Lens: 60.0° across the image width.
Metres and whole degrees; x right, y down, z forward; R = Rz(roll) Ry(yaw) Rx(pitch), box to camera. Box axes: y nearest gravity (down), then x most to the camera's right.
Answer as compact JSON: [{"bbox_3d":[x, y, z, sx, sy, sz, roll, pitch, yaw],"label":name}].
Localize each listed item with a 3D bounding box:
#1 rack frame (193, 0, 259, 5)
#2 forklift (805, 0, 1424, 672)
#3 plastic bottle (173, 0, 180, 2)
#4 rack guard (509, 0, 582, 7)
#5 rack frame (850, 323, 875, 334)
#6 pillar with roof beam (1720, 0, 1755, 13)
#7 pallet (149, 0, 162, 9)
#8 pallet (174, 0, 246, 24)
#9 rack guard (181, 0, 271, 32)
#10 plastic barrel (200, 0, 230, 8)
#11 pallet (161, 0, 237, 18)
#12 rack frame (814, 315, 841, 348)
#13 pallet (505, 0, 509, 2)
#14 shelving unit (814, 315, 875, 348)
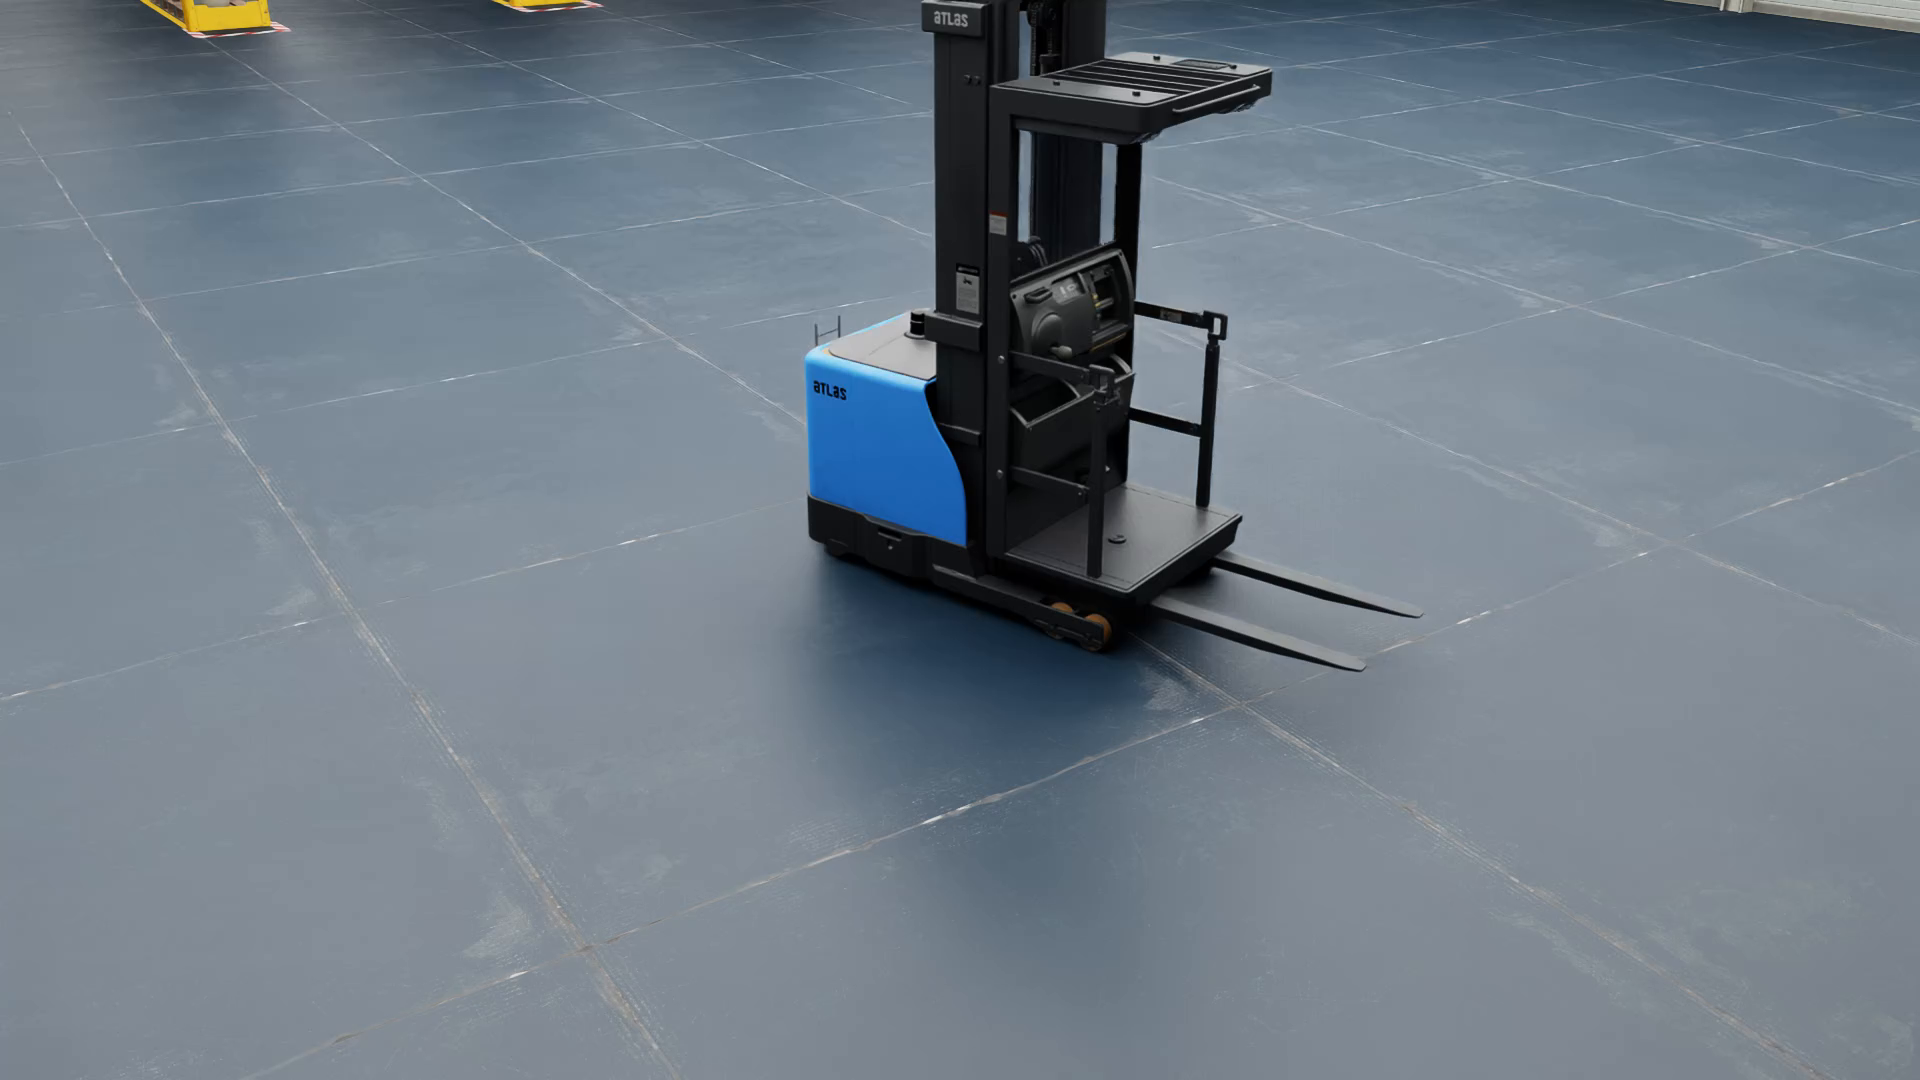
[{"bbox_3d":[-11.003,-9.113,24.541,1.000,3.000,0.127,-16,29,-30],"label":"rack frame"},{"bbox_3d":[0.695,-1.071,7.586,3.031,2.935,1.130,18,31,33],"label":"forklift"},{"bbox_3d":[-12.373,-8.601,26.219,0.097,0.201,0.097,0,25,0],"label":"plastic bottle"},{"bbox_3d":[-6.895,-9.164,27.577,1.175,0.500,0.348,-16,29,-30],"label":"rack guard"},{"bbox_3d":[-0.503,-0.622,8.838,0.008,1.050,0.200,18,31,33],"label":"rack frame"},{"bbox_3d":[8.925,-11.612,22.806,9.100,9.000,0.400,-16,29,-30],"label":"pillar with roof beam"},{"bbox_3d":[-12.855,-9.033,27.637,1.003,0.211,1.213,-16,29,-30],"label":"pallet"},{"bbox_3d":[-11.523,-8.160,25.788,1.003,0.211,1.213,-16,29,-30],"label":"pallet"},{"bbox_3d":[-11.084,-7.999,25.109,1.175,0.500,0.348,-16,29,-30],"label":"rack guard"},{"bbox_3d":[-11.427,-8.396,25.443,0.421,0.512,0.421,0,25,0],"label":"plastic barrel"},{"bbox_3d":[-12.185,-8.596,26.712,1.003,0.211,1.213,-16,29,-30],"label":"pallet"},{"bbox_3d":[-0.697,-0.685,8.972,0.008,1.050,0.200,18,31,33],"label":"rack frame"},{"bbox_3d":[-7.309,-9.332,28.272,1.003,0.211,1.213,-16,29,-30],"label":"pallet"},{"bbox_3d":[-0.600,-0.654,8.905,0.252,1.050,0.215,18,31,33],"label":"shelving unit"}]
